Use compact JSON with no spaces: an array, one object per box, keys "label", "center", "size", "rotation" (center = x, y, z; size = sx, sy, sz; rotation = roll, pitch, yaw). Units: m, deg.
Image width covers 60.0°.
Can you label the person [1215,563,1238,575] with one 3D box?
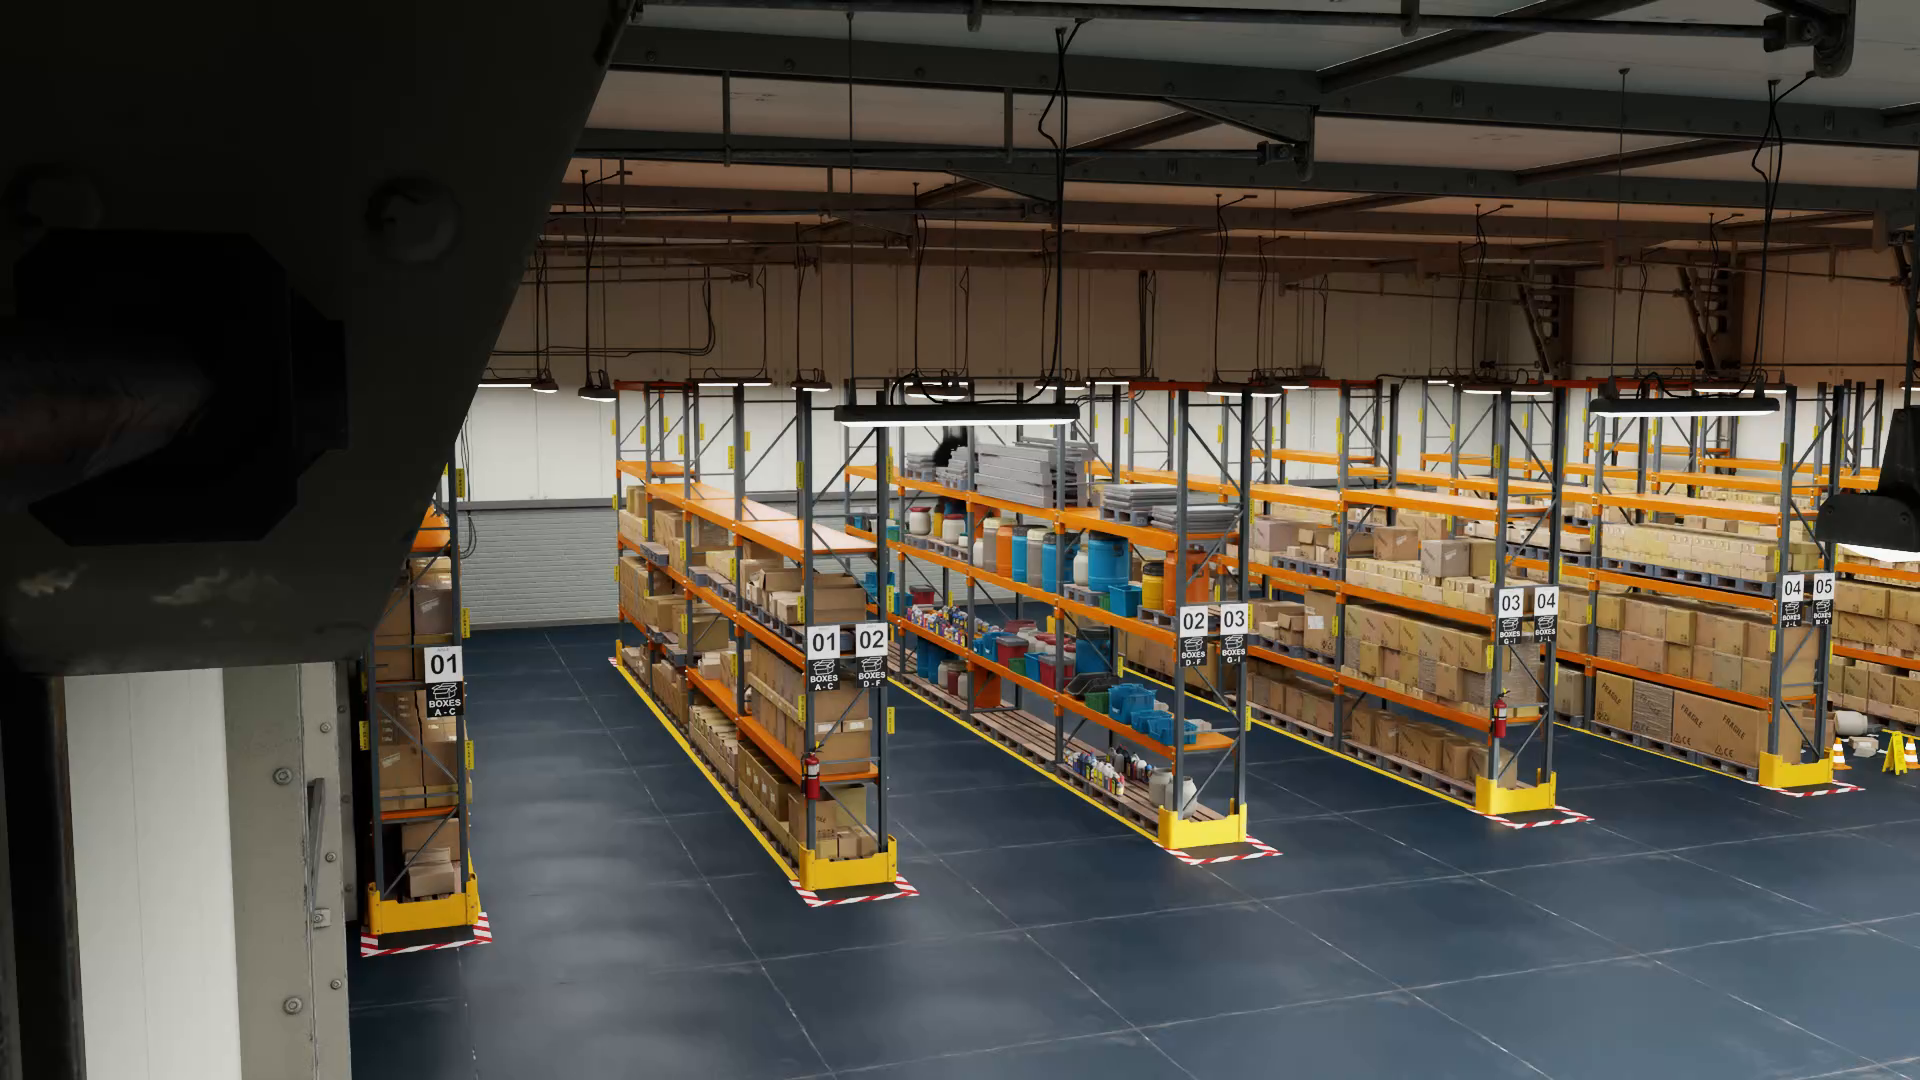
[{"label":"person","center":[6.717,1.083,41.638],"size":[0.682,1.768,0.988],"rotation":[4,7,33]}]
